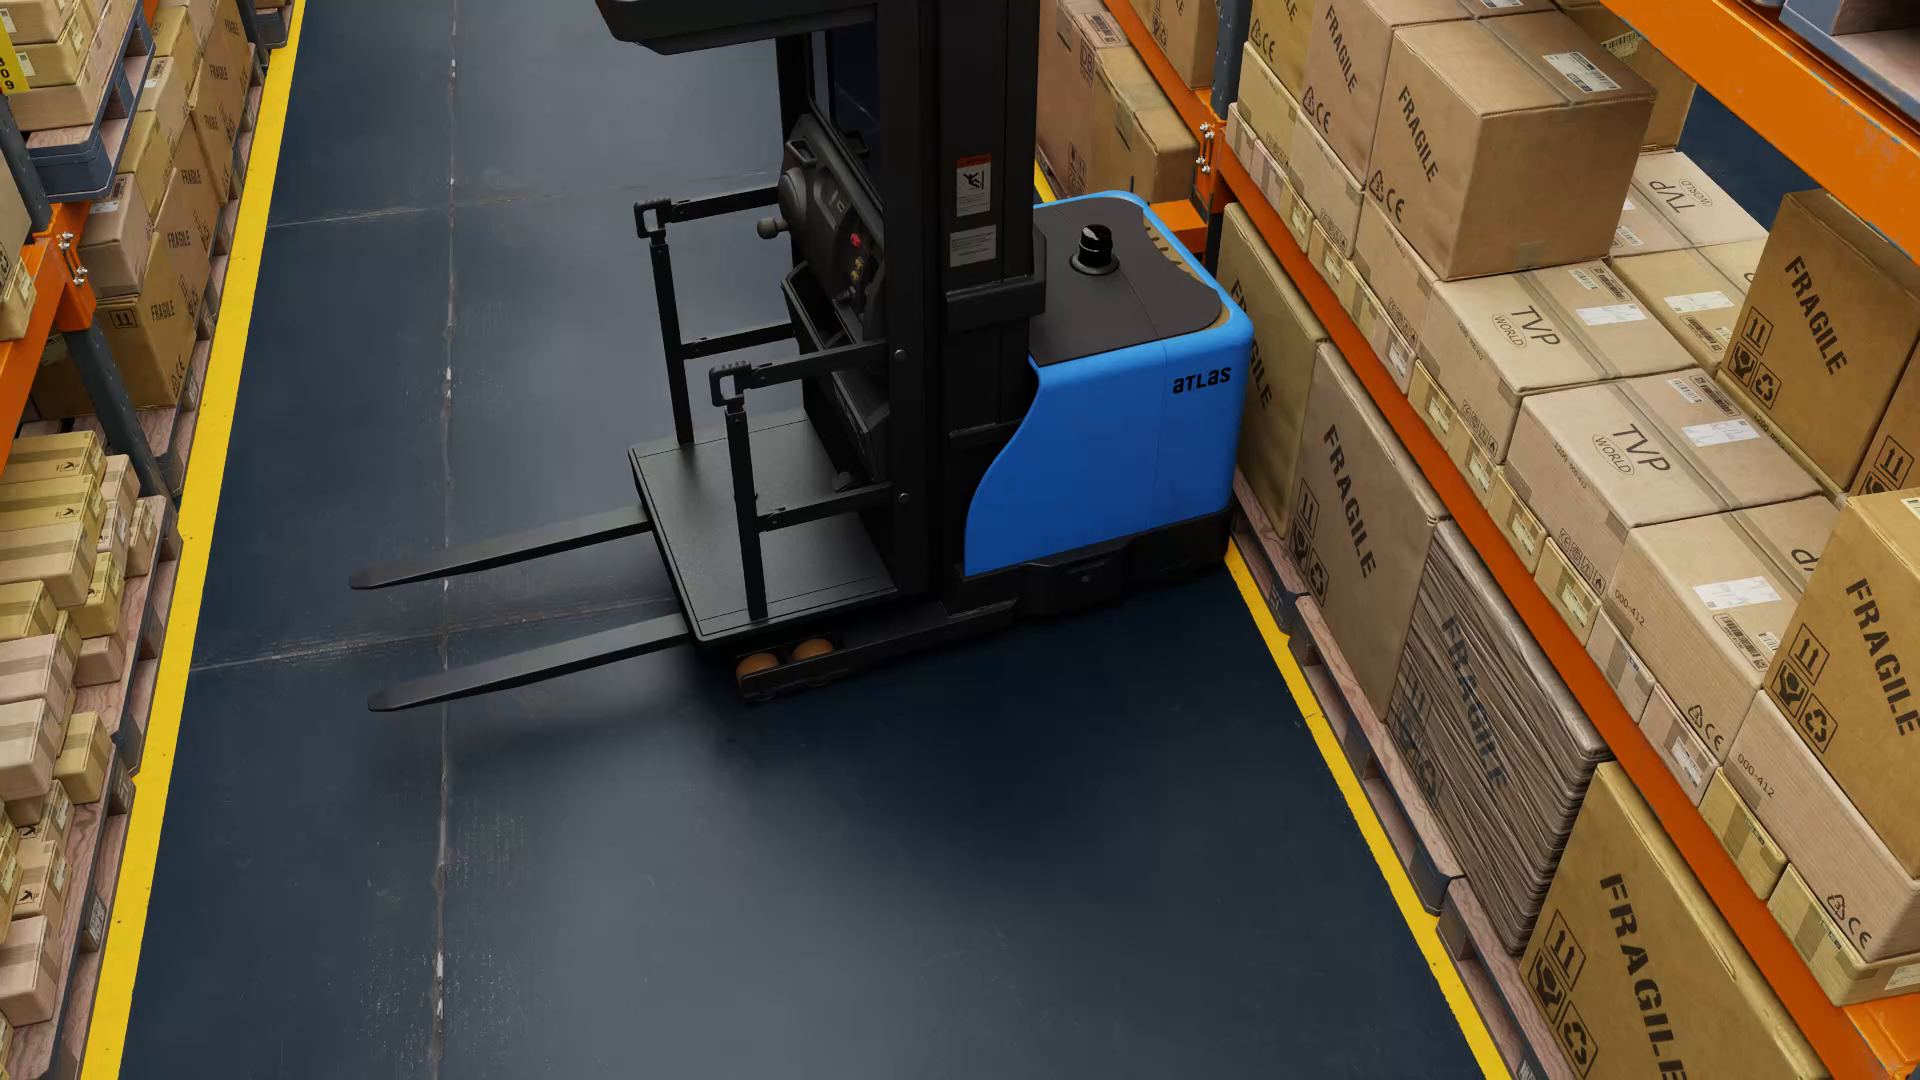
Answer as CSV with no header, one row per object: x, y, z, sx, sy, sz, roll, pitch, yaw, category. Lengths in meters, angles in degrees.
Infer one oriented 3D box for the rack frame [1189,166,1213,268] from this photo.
0.903,-0.951,6.528,0.008,1.050,0.200,-10,43,-10,rack frame

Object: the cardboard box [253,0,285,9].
-4.365,-3.416,9.217,1.050,0.750,0.750,-9,42,-10,cardboard box

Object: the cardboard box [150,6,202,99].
-3.703,-2.132,7.394,0.500,0.250,0.500,-7,42,-8,cardboard box

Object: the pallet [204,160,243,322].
-3.894,-1.354,7.616,1.003,0.211,1.213,-8,42,-9,pallet

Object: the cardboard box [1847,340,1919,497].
2.323,-0.162,3.497,0.500,0.500,0.500,-9,42,-10,cardboard box

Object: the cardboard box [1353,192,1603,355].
1.473,-0.800,4.781,0.500,0.250,0.500,-7,42,-8,cardboard box

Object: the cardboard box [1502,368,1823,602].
1.688,-0.143,4.040,0.500,0.250,0.500,-10,43,-11,cardboard box

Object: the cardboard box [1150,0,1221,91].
1.040,-2.047,6.221,0.500,0.500,0.500,-8,42,-9,cardboard box

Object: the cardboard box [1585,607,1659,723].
1.708,0.264,3.882,0.380,0.149,0.250,-8,42,-9,cardboard box

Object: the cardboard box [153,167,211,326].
-3.474,-1.182,6.889,0.500,0.500,0.500,-7,42,-7,cardboard box

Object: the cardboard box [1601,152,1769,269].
1.983,-0.886,4.877,0.500,0.250,0.500,-8,42,-8,cardboard box

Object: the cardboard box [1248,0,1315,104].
1.261,-1.734,5.268,0.500,0.500,0.500,-8,42,-9,cardboard box

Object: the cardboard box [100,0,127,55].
-3.209,-1.826,5.920,0.380,0.149,0.250,-8,42,-9,cardboard box

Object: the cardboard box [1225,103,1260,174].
1.146,-1.412,5.770,0.380,0.149,0.250,-8,42,-9,cardboard box

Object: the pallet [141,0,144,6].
-3.854,-2.344,6.776,1.003,0.211,1.213,-8,42,-9,pallet

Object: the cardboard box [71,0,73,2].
-3.160,-1.887,5.541,0.380,0.149,0.250,-7,42,-8,cardboard box

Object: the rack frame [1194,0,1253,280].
1.407,-1.745,5.957,1.000,3.000,0.127,-8,42,-9,rack frame

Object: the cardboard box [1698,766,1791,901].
1.814,0.590,3.516,0.380,0.149,0.250,-8,42,-9,cardboard box

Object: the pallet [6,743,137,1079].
-3.011,1.165,4.778,1.003,0.211,1.213,-8,42,-9,pallet

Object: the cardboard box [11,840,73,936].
-2.742,1.016,4.678,0.380,0.149,0.250,-8,42,-9,cardboard box

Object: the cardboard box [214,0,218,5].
-3.917,-2.790,8.135,0.500,0.250,0.500,-9,42,-10,cardboard box

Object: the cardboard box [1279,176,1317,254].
1.261,-1.071,5.386,0.380,0.149,0.250,-7,42,-8,cardboard box

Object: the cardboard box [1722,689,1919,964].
1.907,0.516,3.298,0.500,0.250,0.500,-9,42,-10,cardboard box

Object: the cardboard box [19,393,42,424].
-3.863,-0.766,6.420,0.500,0.500,0.500,-9,42,-10,cardboard box

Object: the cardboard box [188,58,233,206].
-3.685,-1.849,7.640,0.500,0.500,0.500,-10,43,-11,cardboard box

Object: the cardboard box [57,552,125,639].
-2.934,0.201,5.371,0.380,0.149,0.250,-10,43,-11,cardboard box

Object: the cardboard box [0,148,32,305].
-3.077,-0.976,4.790,0.500,0.500,0.500,-8,42,-9,cardboard box

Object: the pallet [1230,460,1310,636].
1.495,-0.198,6.314,1.003,0.211,1.213,-8,42,-9,pallet

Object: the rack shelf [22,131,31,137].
-3.889,-2.201,6.864,0.919,0.124,3.809,-8,42,-9,rack shelf

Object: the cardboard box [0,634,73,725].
-2.844,0.442,4.876,0.380,0.149,0.250,-10,43,-11,cardboard box

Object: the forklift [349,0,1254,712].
-0.586,-0.949,5.111,3.031,2.935,1.130,-14,44,-15,forklift

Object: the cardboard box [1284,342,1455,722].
1.666,-0.085,5.371,0.875,0.875,0.875,-8,42,-9,cardboard box

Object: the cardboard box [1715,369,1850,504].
2.207,-0.220,4.127,0.500,0.250,0.500,-10,43,-11,cardboard box

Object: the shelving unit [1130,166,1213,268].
0.785,-0.930,6.506,0.252,1.050,0.215,-10,43,-10,shelving unit

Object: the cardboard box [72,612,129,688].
-2.946,0.357,5.420,0.380,0.149,0.250,-10,43,-11,cardboard box

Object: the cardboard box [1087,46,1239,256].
1.250,-1.520,6.987,1.225,0.875,0.875,-8,42,-9,cardboard box

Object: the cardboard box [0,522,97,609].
-2.972,0.100,5.261,0.380,0.149,0.250,-9,42,-10,cardboard box

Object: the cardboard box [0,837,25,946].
-2.679,0.941,4.314,0.380,0.149,0.250,-8,42,-9,cardboard box

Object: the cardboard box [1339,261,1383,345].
1.374,-0.735,5.008,0.380,0.149,0.250,-9,42,-10,cardboard box

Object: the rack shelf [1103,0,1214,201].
0.976,-2.773,7.656,1.077,0.370,4.000,-8,42,-9,rack shelf

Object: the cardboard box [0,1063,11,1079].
-2.549,1.401,4.020,0.380,0.149,0.250,-7,42,-8,cardboard box

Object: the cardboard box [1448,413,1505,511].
1.543,-0.233,4.442,0.380,0.149,0.250,-8,42,-8,cardboard box

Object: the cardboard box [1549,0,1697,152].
1.872,-1.496,5.000,0.500,0.500,0.500,-8,42,-9,cardboard box

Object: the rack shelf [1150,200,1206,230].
0.784,-1.183,6.276,0.229,0.087,0.184,-10,43,-10,rack shelf

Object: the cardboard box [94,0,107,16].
-3.208,-1.931,5.814,0.380,0.149,0.250,-7,42,-8,cardboard box
